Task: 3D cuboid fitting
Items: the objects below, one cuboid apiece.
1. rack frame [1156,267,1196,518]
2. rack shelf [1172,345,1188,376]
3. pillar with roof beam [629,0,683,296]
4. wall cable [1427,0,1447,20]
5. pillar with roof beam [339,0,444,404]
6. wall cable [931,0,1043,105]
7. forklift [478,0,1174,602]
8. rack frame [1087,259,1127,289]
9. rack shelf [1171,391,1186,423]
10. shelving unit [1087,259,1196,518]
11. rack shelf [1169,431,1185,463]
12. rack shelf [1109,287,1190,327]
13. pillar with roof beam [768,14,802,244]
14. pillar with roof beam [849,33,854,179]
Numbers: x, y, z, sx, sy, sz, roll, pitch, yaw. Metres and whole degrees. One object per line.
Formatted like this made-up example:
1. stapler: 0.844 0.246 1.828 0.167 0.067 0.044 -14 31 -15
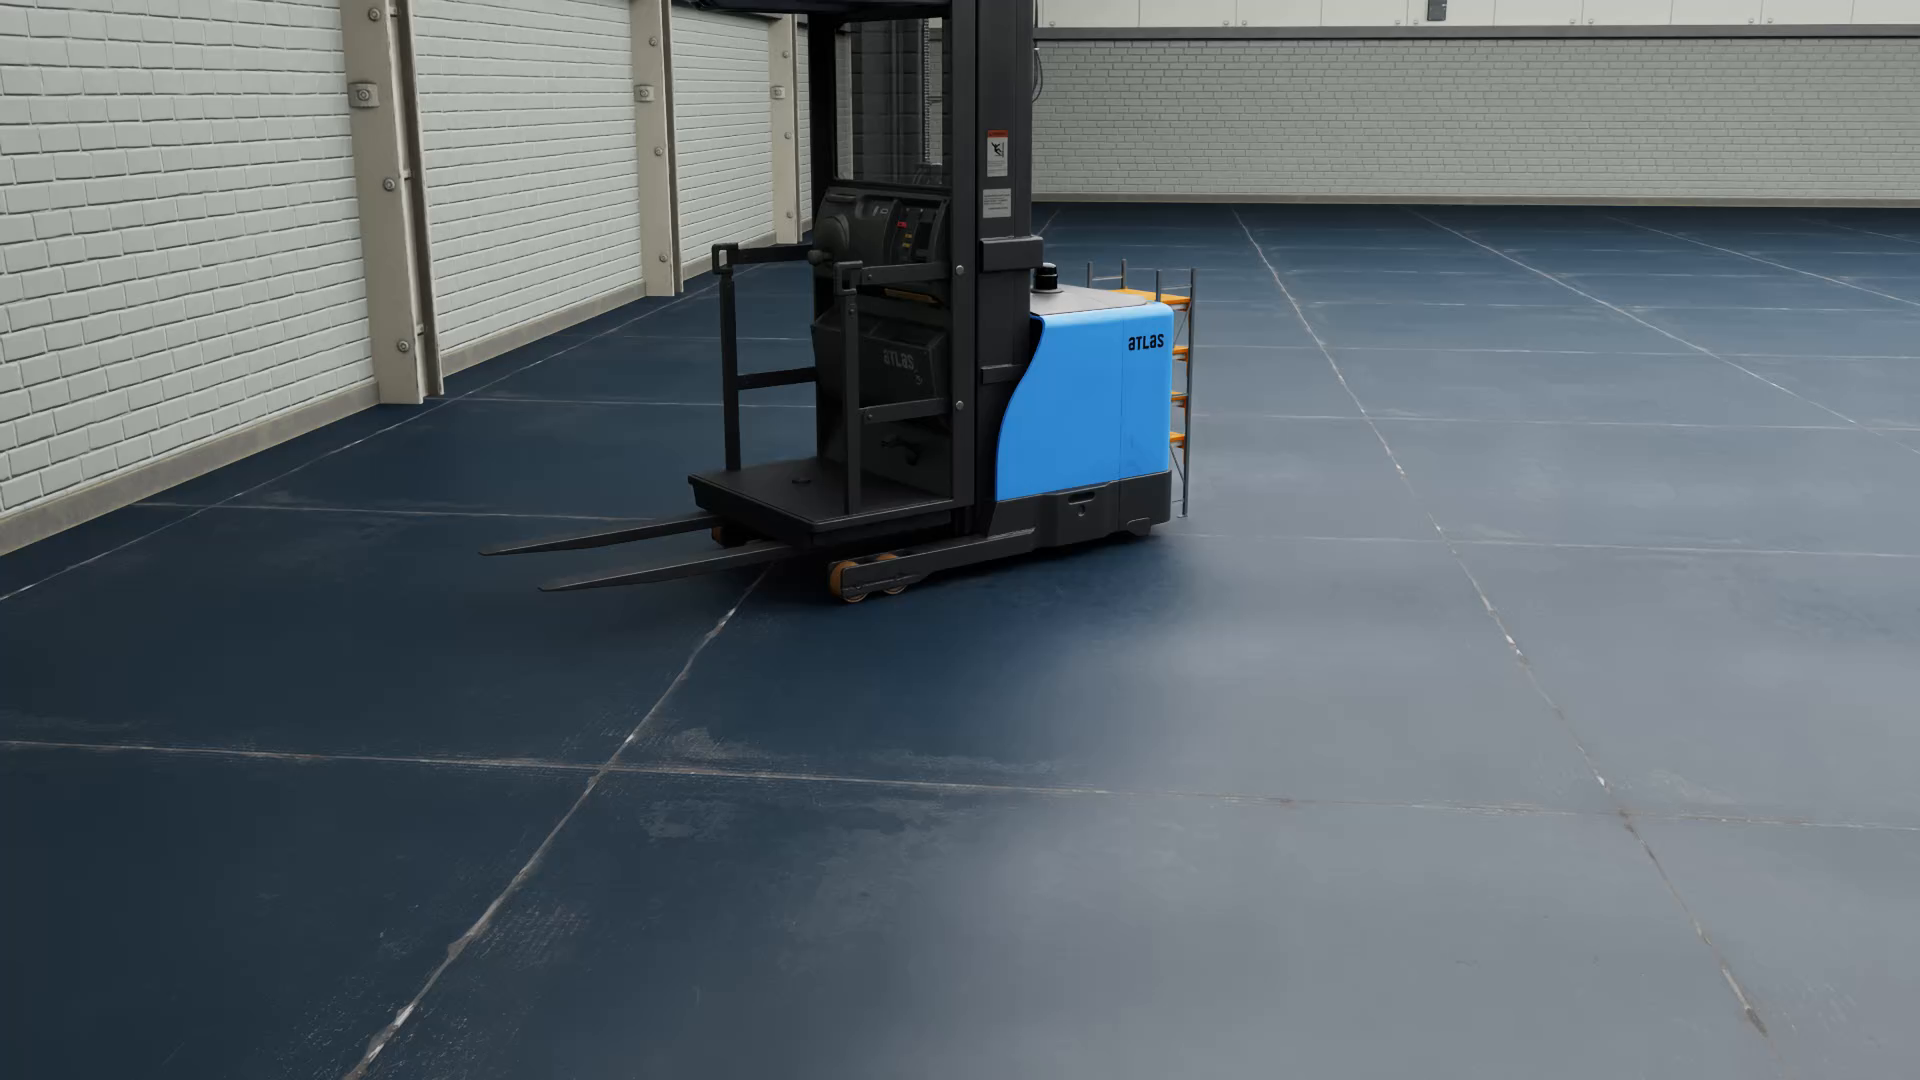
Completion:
1. rack frame: 1.005 -0.677 7.867 0.240 1.200 0.015 -11 19 -35
2. rack shelf: 0.861 -0.879 8.017 0.258 0.148 0.480 -11 19 -35
3. pillar with roof beam: 1.255 -6.728 15.304 9.100 9.000 0.400 2 15 6
4. wall cable: 9.408 -12.050 28.471 2.305 6.003 0.169 2 15 6
5. pillar with roof beam: 0.578 -5.172 9.549 9.100 9.000 0.400 2 15 6
6. wall cable: -0.023 -9.193 30.370 3.097 2.526 0.112 2 15 6
7. forklift: -0.509 -1.318 6.921 3.031 2.935 1.130 -11 19 -35
8. rack frame: 0.717 -0.780 8.248 0.240 1.200 0.015 -11 19 -35
9. rack shelf: 0.861 -0.664 8.075 0.258 0.148 0.480 -11 19 -35
10. shelving unit: 0.861 -0.728 8.057 0.258 1.200 0.503 -11 19 -35
11. rack shelf: 0.861 -0.472 8.127 0.258 0.148 0.480 -11 19 -35
12. rack shelf: 0.861 -1.108 7.955 0.258 0.148 0.480 -11 19 -35
13. pillar with roof beam: 1.932 -8.284 21.059 9.100 9.000 0.400 2 15 6
14. pillar with roof beam: 2.609 -9.840 26.814 9.100 9.000 0.400 2 15 6
